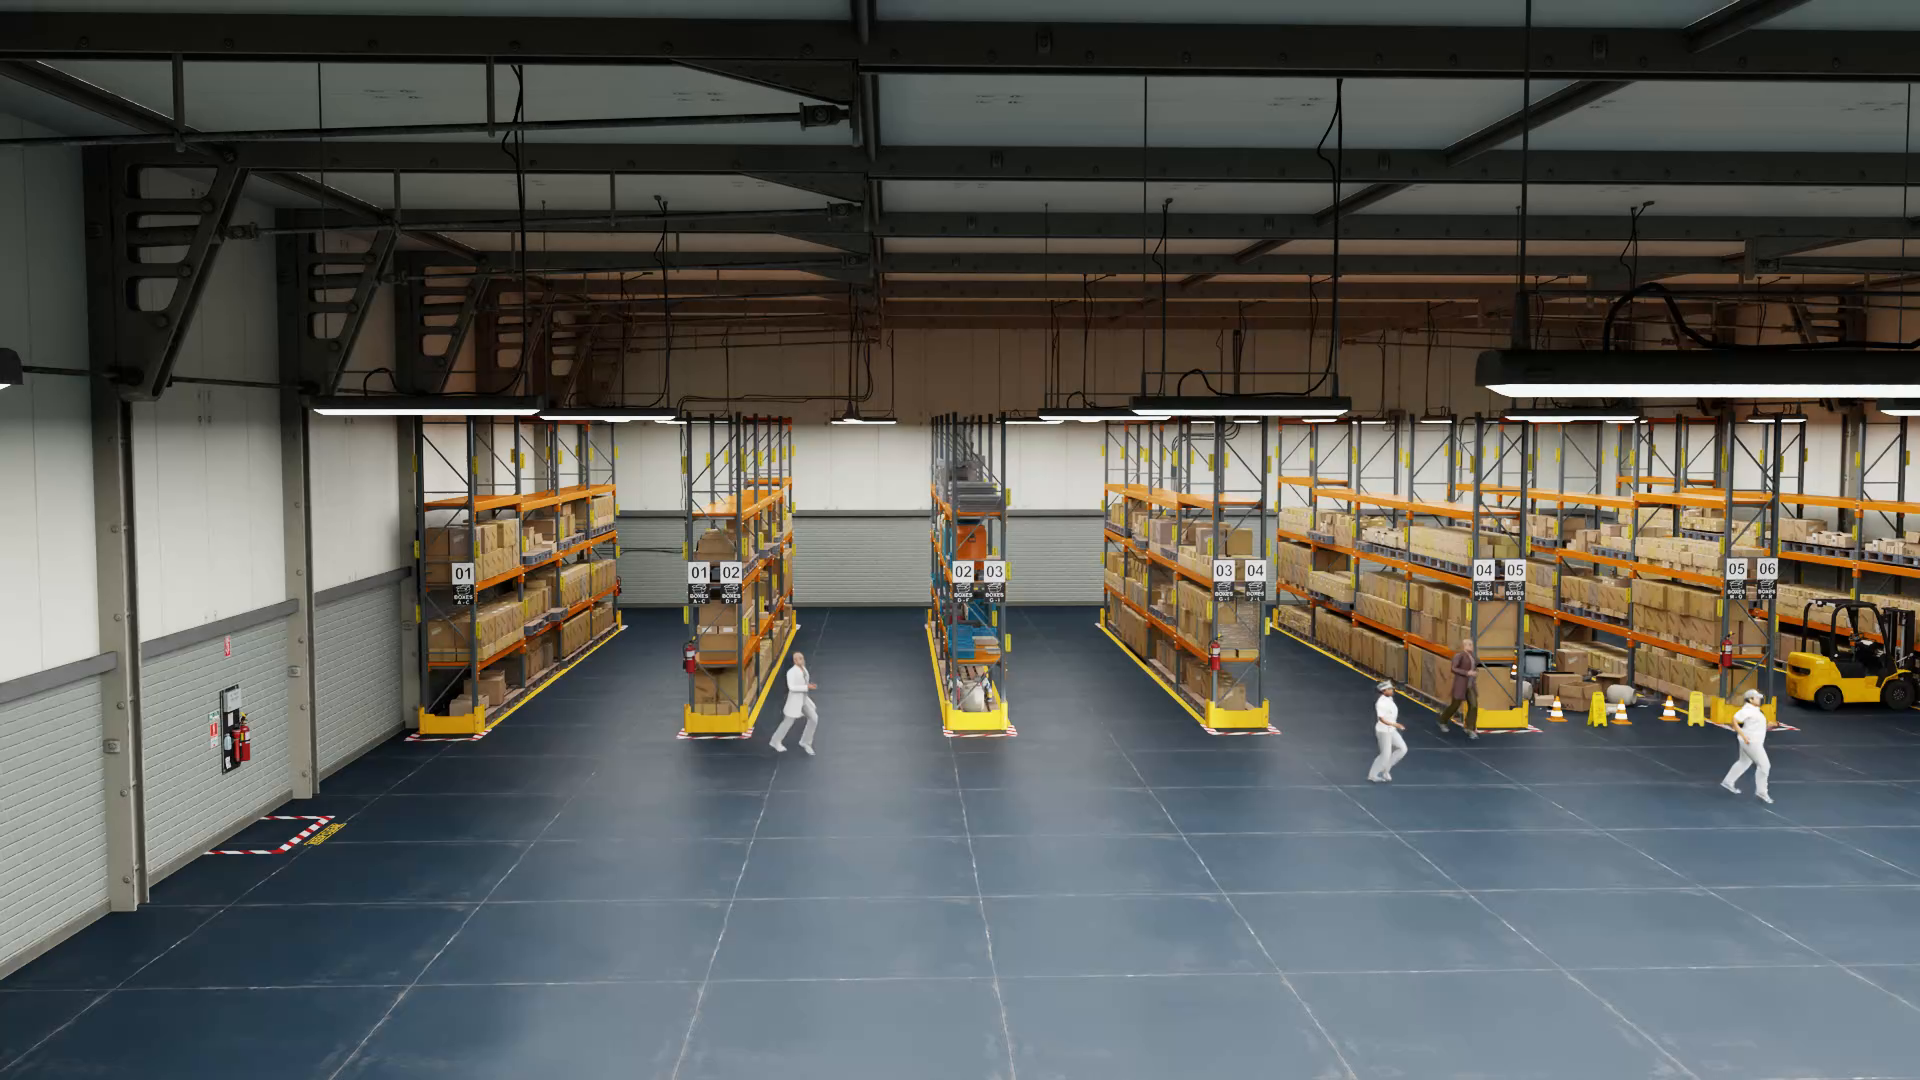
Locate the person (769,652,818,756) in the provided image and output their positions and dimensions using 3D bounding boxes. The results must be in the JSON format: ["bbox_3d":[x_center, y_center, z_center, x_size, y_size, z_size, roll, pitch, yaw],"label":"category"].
[{"bbox_3d":[-2.838,2.862,29.061,0.936,1.825,0.732,2,4,30],"label":"person"}]

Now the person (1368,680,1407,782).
[{"bbox_3d":[6.874,3.065,26.720,0.603,1.662,0.579,2,5,32],"label":"person"}]

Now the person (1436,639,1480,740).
[{"bbox_3d":[9.318,2.785,30.826,0.733,1.738,0.927,-3,5,-33],"label":"person"}]

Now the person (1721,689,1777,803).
[{"bbox_3d":[12.131,3.152,25.567,0.770,1.727,0.580,2,4,28],"label":"person"}]
